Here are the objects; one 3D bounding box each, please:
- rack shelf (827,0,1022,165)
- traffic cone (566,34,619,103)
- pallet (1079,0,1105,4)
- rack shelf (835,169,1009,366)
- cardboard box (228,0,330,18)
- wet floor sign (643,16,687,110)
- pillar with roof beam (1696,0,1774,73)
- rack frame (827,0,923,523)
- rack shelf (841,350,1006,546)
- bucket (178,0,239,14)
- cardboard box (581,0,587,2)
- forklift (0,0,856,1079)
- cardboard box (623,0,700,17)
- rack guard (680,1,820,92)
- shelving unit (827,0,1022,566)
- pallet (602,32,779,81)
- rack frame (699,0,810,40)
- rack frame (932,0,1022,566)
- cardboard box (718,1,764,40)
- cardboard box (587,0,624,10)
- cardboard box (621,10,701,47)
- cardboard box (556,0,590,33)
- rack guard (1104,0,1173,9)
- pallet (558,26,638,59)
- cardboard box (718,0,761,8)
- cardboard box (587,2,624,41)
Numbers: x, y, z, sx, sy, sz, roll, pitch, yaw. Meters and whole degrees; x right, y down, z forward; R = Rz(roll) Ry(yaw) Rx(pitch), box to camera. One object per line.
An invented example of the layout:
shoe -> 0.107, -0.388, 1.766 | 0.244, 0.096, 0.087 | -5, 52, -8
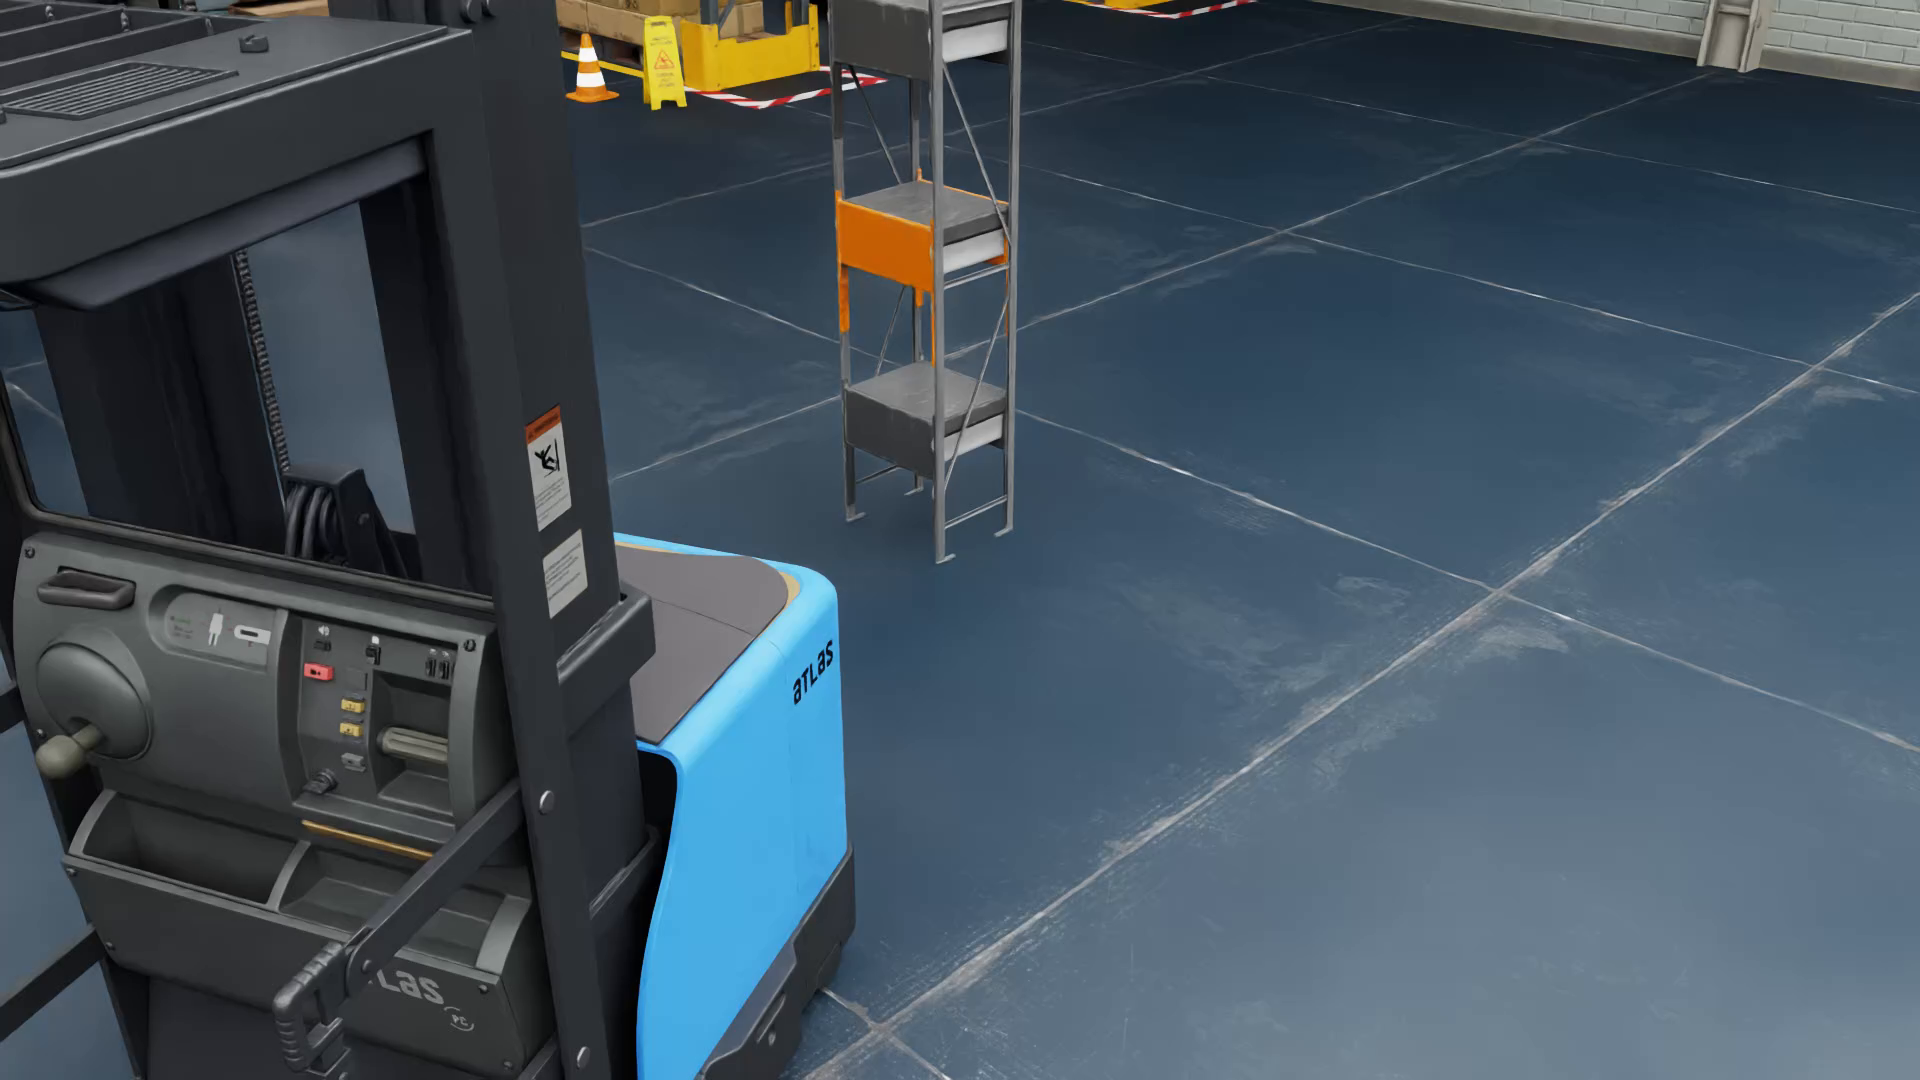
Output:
rack shelf -> -0.118, -1.591, 5.545 | 0.480, 0.518, 0.431 | 25, 36, 38
traffic cone -> -2.803, -3.588, 12.576 | 0.334, 0.463, 0.336 | 25, 36, 38
pallet -> 1.310, -5.648, 16.765 | 1.213, 0.211, 1.003 | 25, 36, 38
rack shelf -> -0.118, -0.971, 5.870 | 0.480, 0.518, 0.431 | 25, 36, 38
cardboard box -> -5.292, -3.989, 13.149 | 0.503, 0.637, 0.797 | 25, 36, 38
wet floor sign -> -2.207, -3.539, 12.287 | 0.267, 0.644, 0.232 | -13, 30, -22
pillar with roof beam -> 3.281, -6.442, 8.832 | 0.400, 9.000, 9.100 | 25, 36, 38
rack frame -> -0.292, -1.063, 6.015 | 0.015, 2.100, 0.400 | 25, 36, 38
rack shelf -> -0.118, -0.352, 6.196 | 0.480, 0.518, 0.431 | 25, 36, 38
bucket -> -6.129, -4.572, 13.607 | 0.726, 0.611, 0.620 | -13, 20, -22
cardboard box -> -3.076, -4.810, 13.872 | 0.500, 0.500, 0.500 | 24, 36, 37
forklift -> -1.249, 0.289, 2.551 | 1.130, 2.935, 3.031 | 10, 29, 18
cardboard box -> -2.346, -4.474, 13.233 | 0.500, 0.500, 0.500 | 25, 37, 39
rack guard -> -1.646, -3.917, 13.162 | 0.348, 0.500, 1.175 | 25, 36, 38
shelving unit -> -0.118, -0.983, 5.864 | 0.503, 2.100, 0.431 | 25, 36, 38
pallet -> -2.201, -4.066, 13.755 | 1.213, 0.211, 1.003 | 25, 36, 38
rack frame -> -1.592, -4.998, 12.533 | 0.127, 3.000, 1.000 | 25, 36, 38
rack frame -> 0.056, -0.904, 5.713 | 0.015, 2.100, 0.400 | 25, 36, 38
cardboard box -> -1.974, -4.322, 13.750 | 0.500, 0.250, 0.500 | 24, 36, 38
cardboard box -> -2.721, -4.643, 13.555 | 0.500, 0.500, 0.500 | -24, 36, -37
cardboard box -> -2.374, -4.149, 13.422 | 0.500, 0.250, 0.500 | 24, 36, 38
cardboard box -> -3.098, -4.482, 14.054 | 0.500, 0.250, 0.500 | 23, 35, 37
rack guard -> 1.902, -5.533, 16.235 | 0.348, 0.500, 1.175 | 25, 36, 38
pallet -> -3.067, -4.464, 14.512 | 1.213, 0.211, 1.003 | 25, 36, 38
cardboard box -> -1.991, -4.662, 13.590 | 0.500, 0.500, 0.500 | 23, 36, 37
cardboard box -> -2.721, -4.313, 13.733 | 0.500, 0.250, 0.500 | 25, 37, 39
